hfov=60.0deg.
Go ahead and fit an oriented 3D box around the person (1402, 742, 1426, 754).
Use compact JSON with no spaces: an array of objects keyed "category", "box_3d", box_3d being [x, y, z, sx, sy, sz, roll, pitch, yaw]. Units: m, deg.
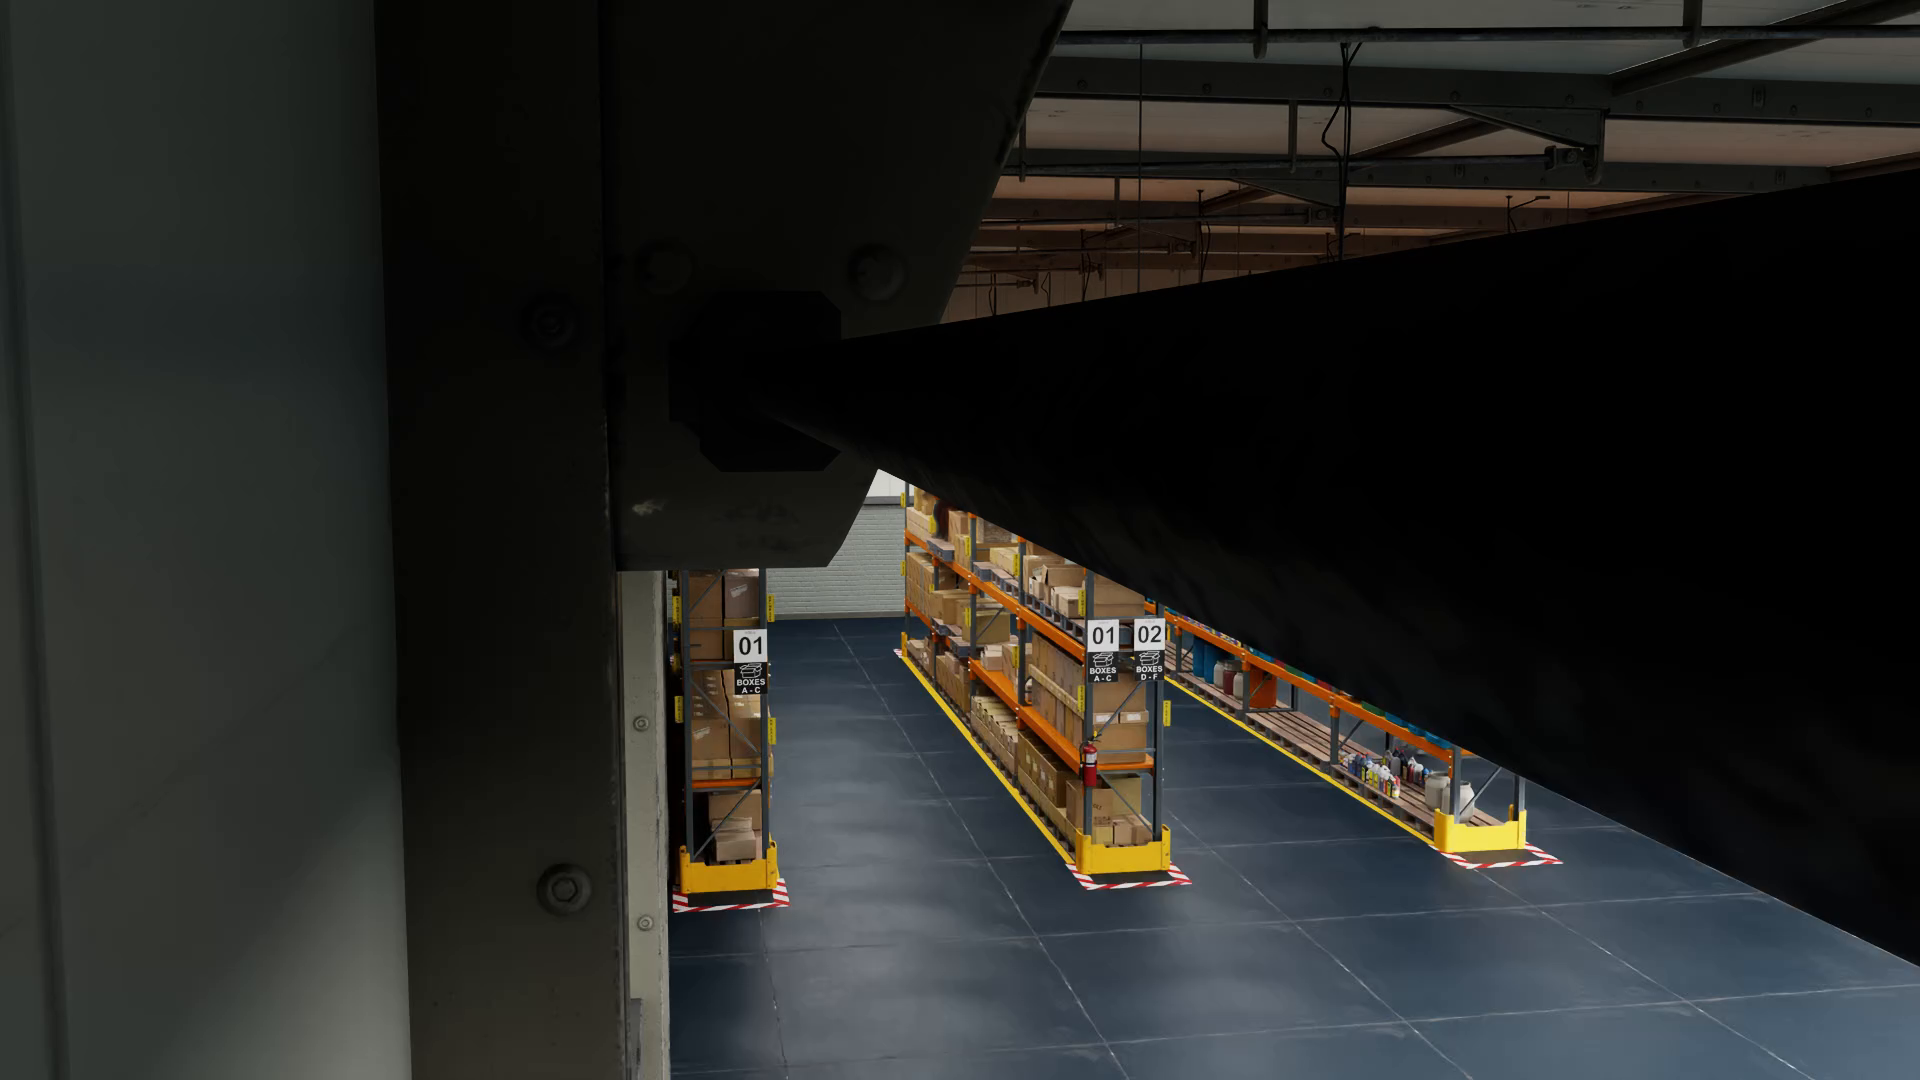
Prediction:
[{"category":"person","box_3d":[7.496,2.662,27.401,0.433,1.678,0.609,-3,7,-25]}]
